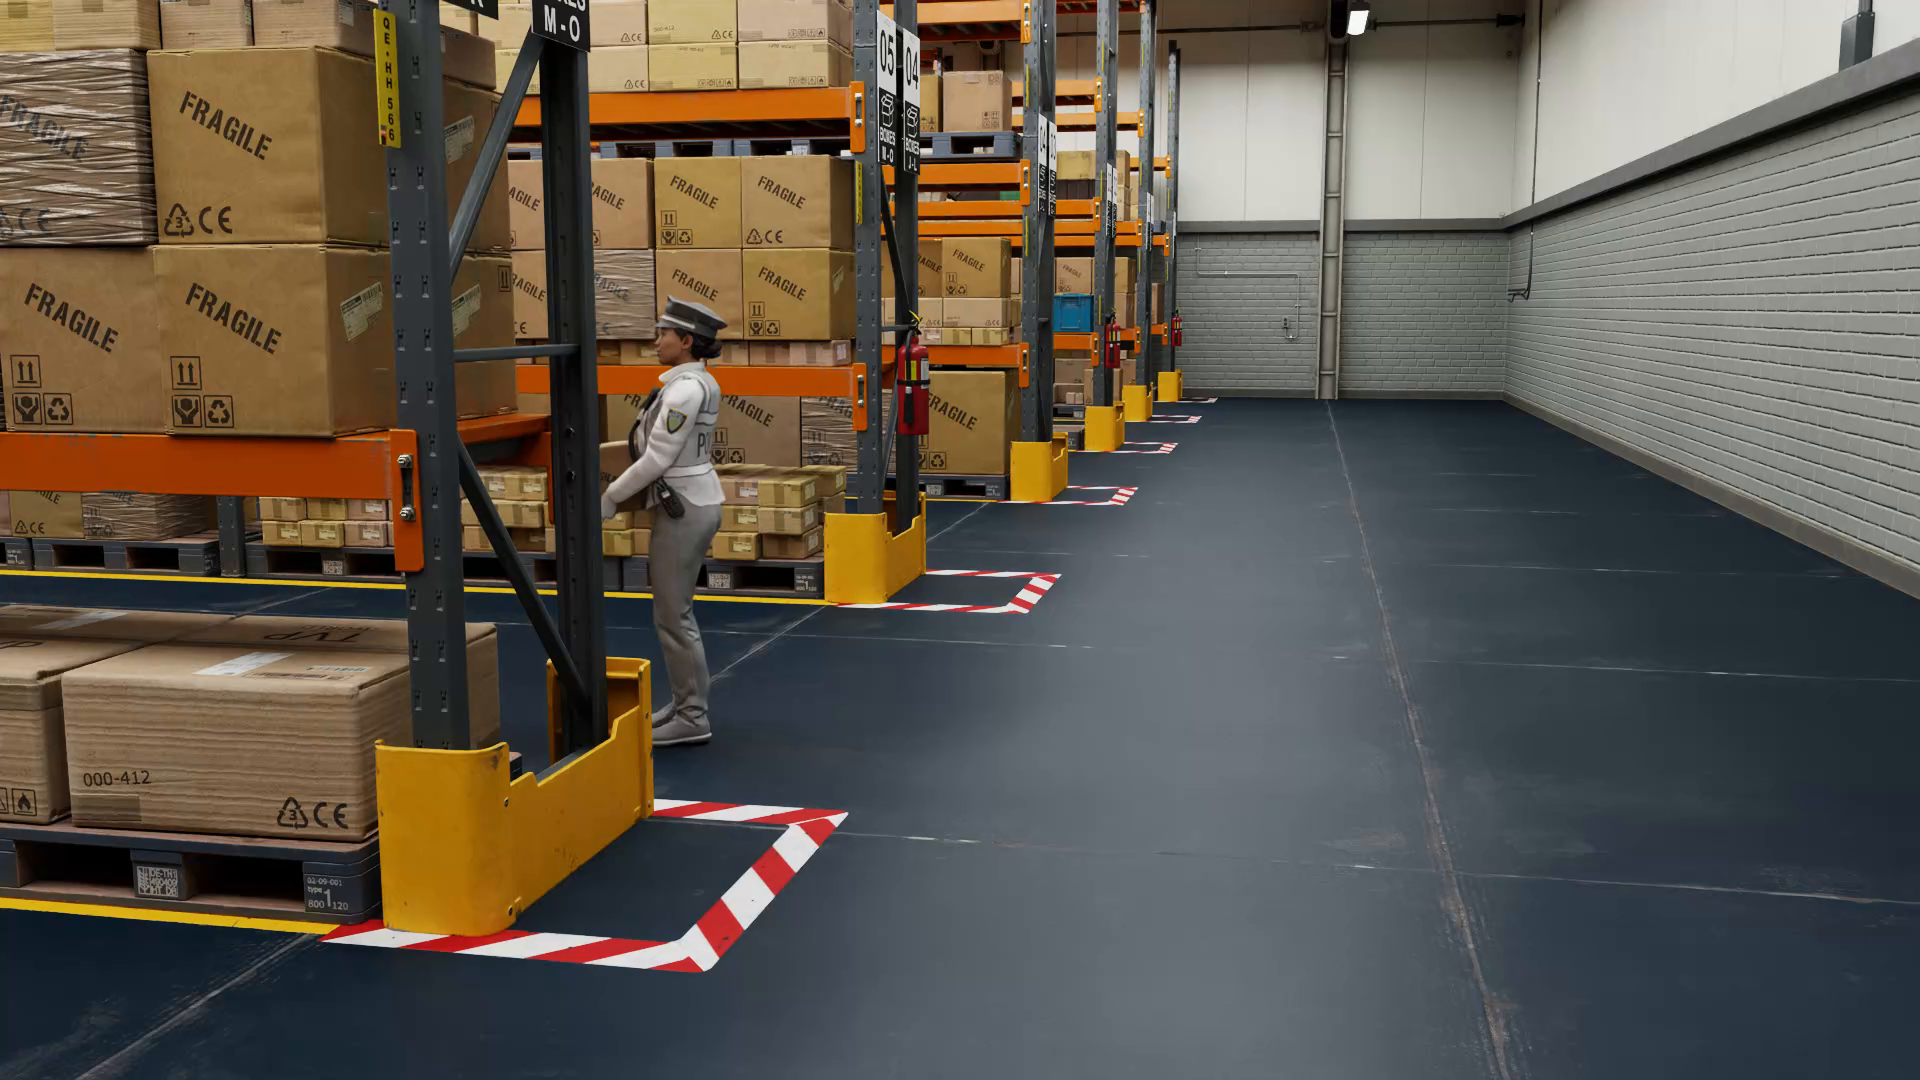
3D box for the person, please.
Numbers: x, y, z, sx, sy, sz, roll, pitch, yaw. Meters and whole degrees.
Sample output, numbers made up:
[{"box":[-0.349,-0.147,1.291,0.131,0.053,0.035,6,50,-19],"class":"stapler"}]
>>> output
[{"box":[-1.131,-0.078,6.297,0.532,1.690,0.459,0,8,-1],"class":"person"}]
